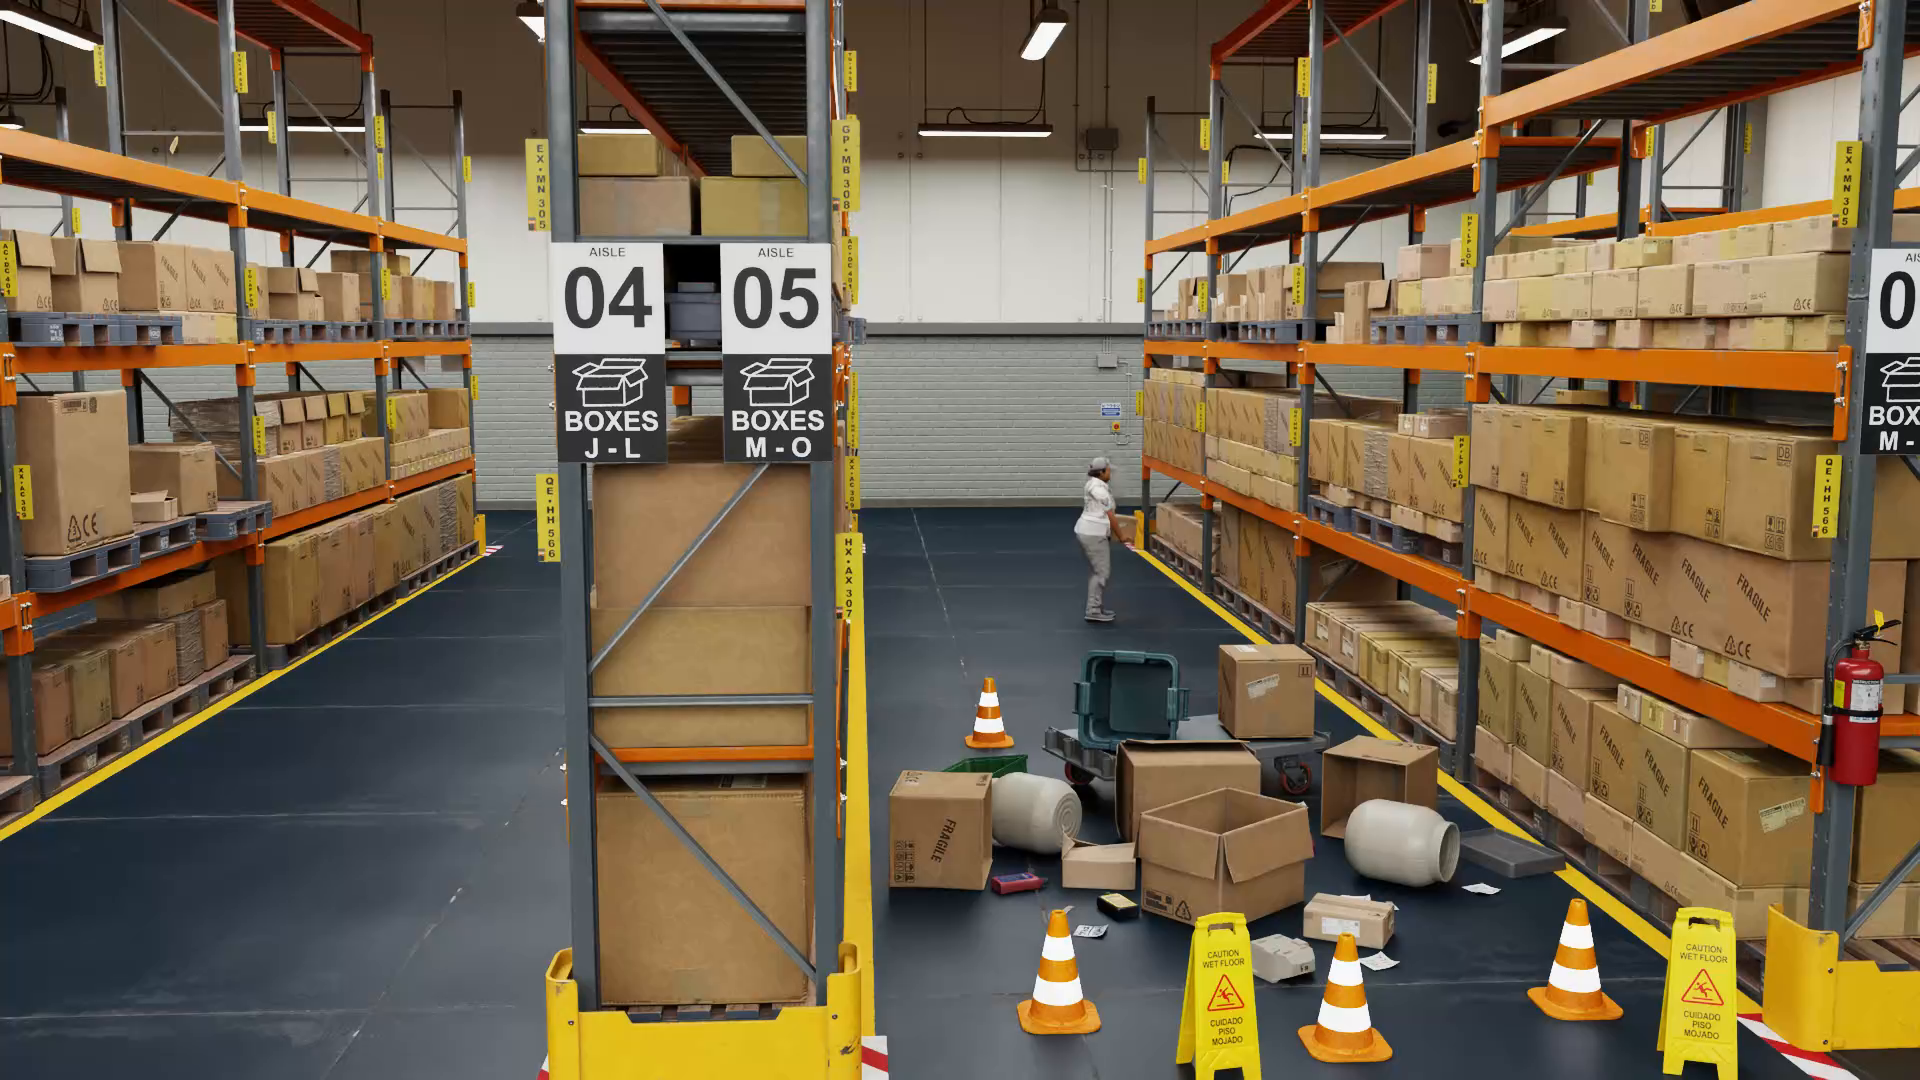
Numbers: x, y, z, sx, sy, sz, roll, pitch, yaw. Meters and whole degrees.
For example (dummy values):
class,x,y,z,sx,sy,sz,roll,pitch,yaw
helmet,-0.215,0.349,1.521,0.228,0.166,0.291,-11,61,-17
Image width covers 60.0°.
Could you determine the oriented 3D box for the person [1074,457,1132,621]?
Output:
class,x,y,z,sx,sy,sz,roll,pitch,yaw
person,1.450,-0.017,16.943,0.559,1.660,0.452,-1,7,-5
